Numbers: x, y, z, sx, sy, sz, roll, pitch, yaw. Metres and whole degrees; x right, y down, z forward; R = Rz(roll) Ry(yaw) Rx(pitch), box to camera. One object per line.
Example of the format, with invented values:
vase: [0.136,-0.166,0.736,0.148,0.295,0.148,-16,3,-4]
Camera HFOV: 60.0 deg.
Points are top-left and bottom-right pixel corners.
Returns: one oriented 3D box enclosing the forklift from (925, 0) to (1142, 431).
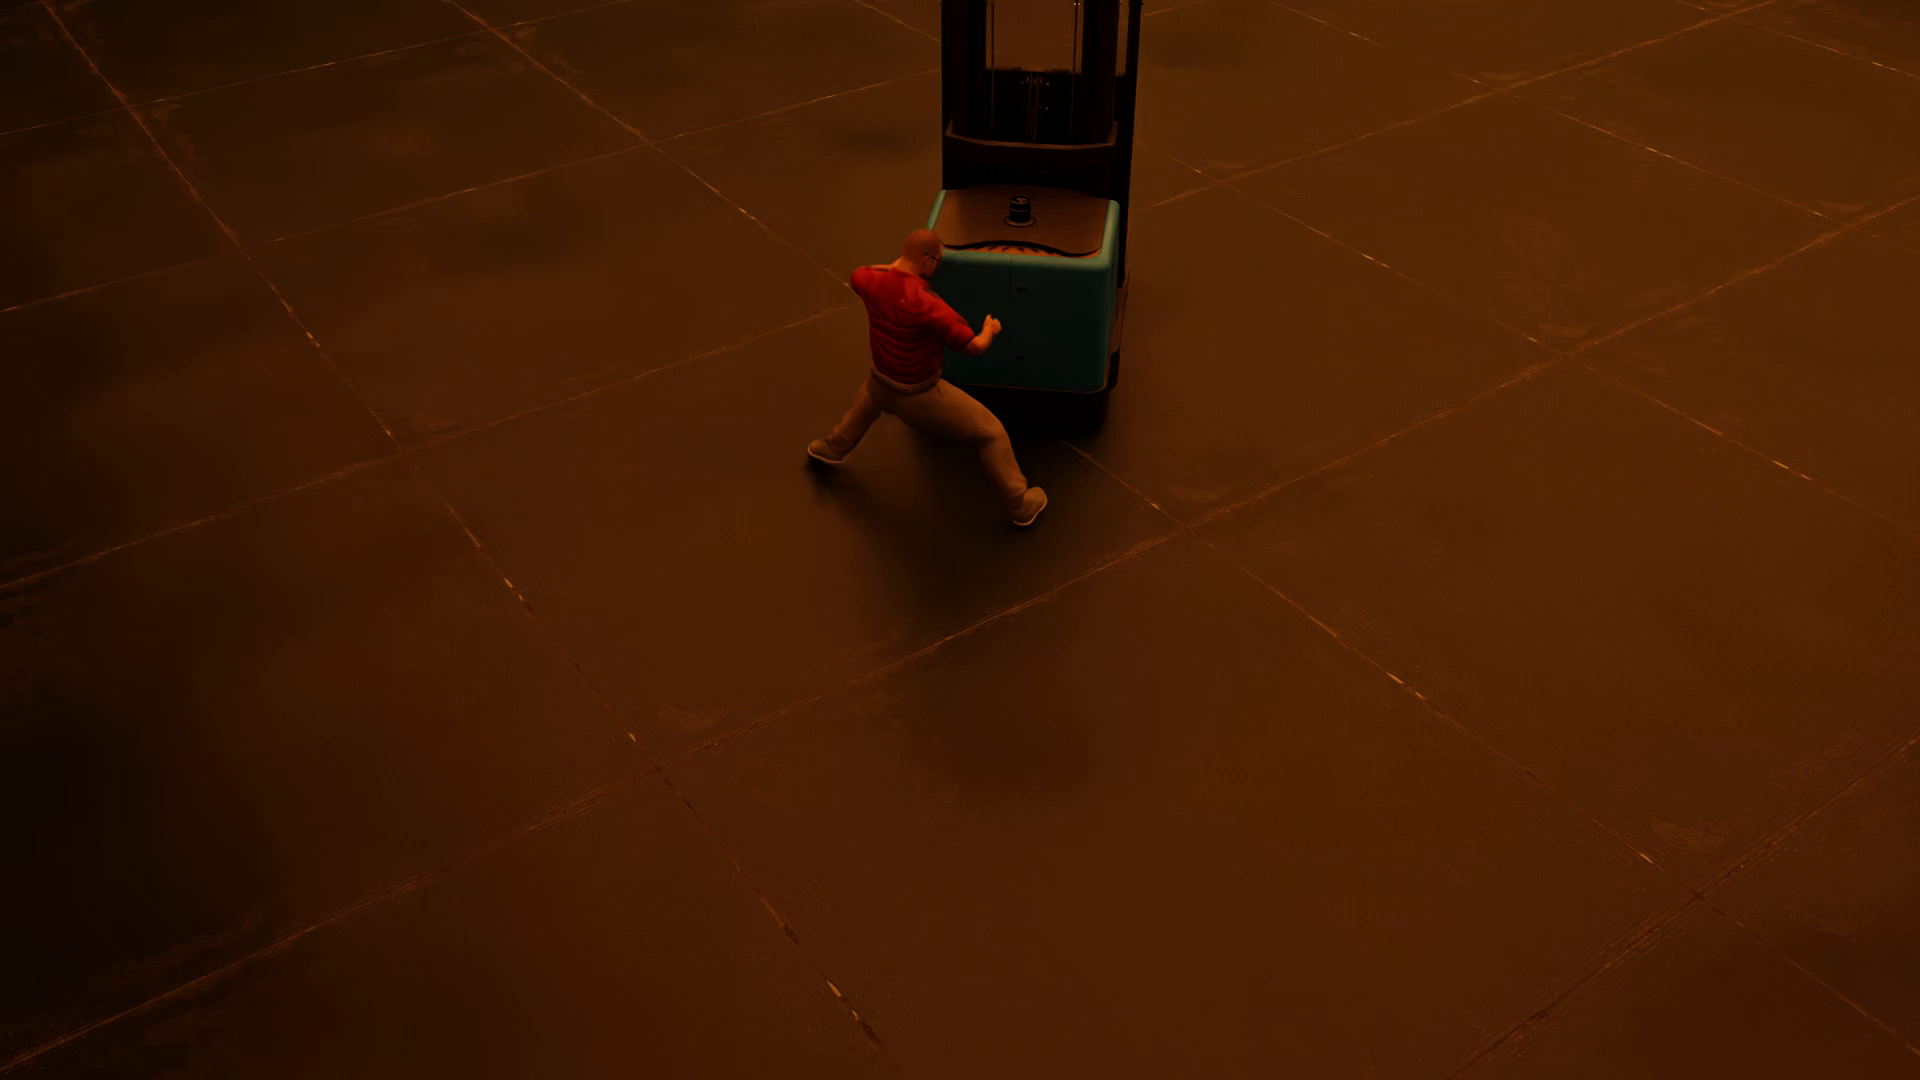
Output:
forklift: [0.476,-2.646,9.523,1.130,2.935,3.031,5,37,7]

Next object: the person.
person: [-0.176,-0.900,8.355,1.310,1.512,0.706,30,46,34]
